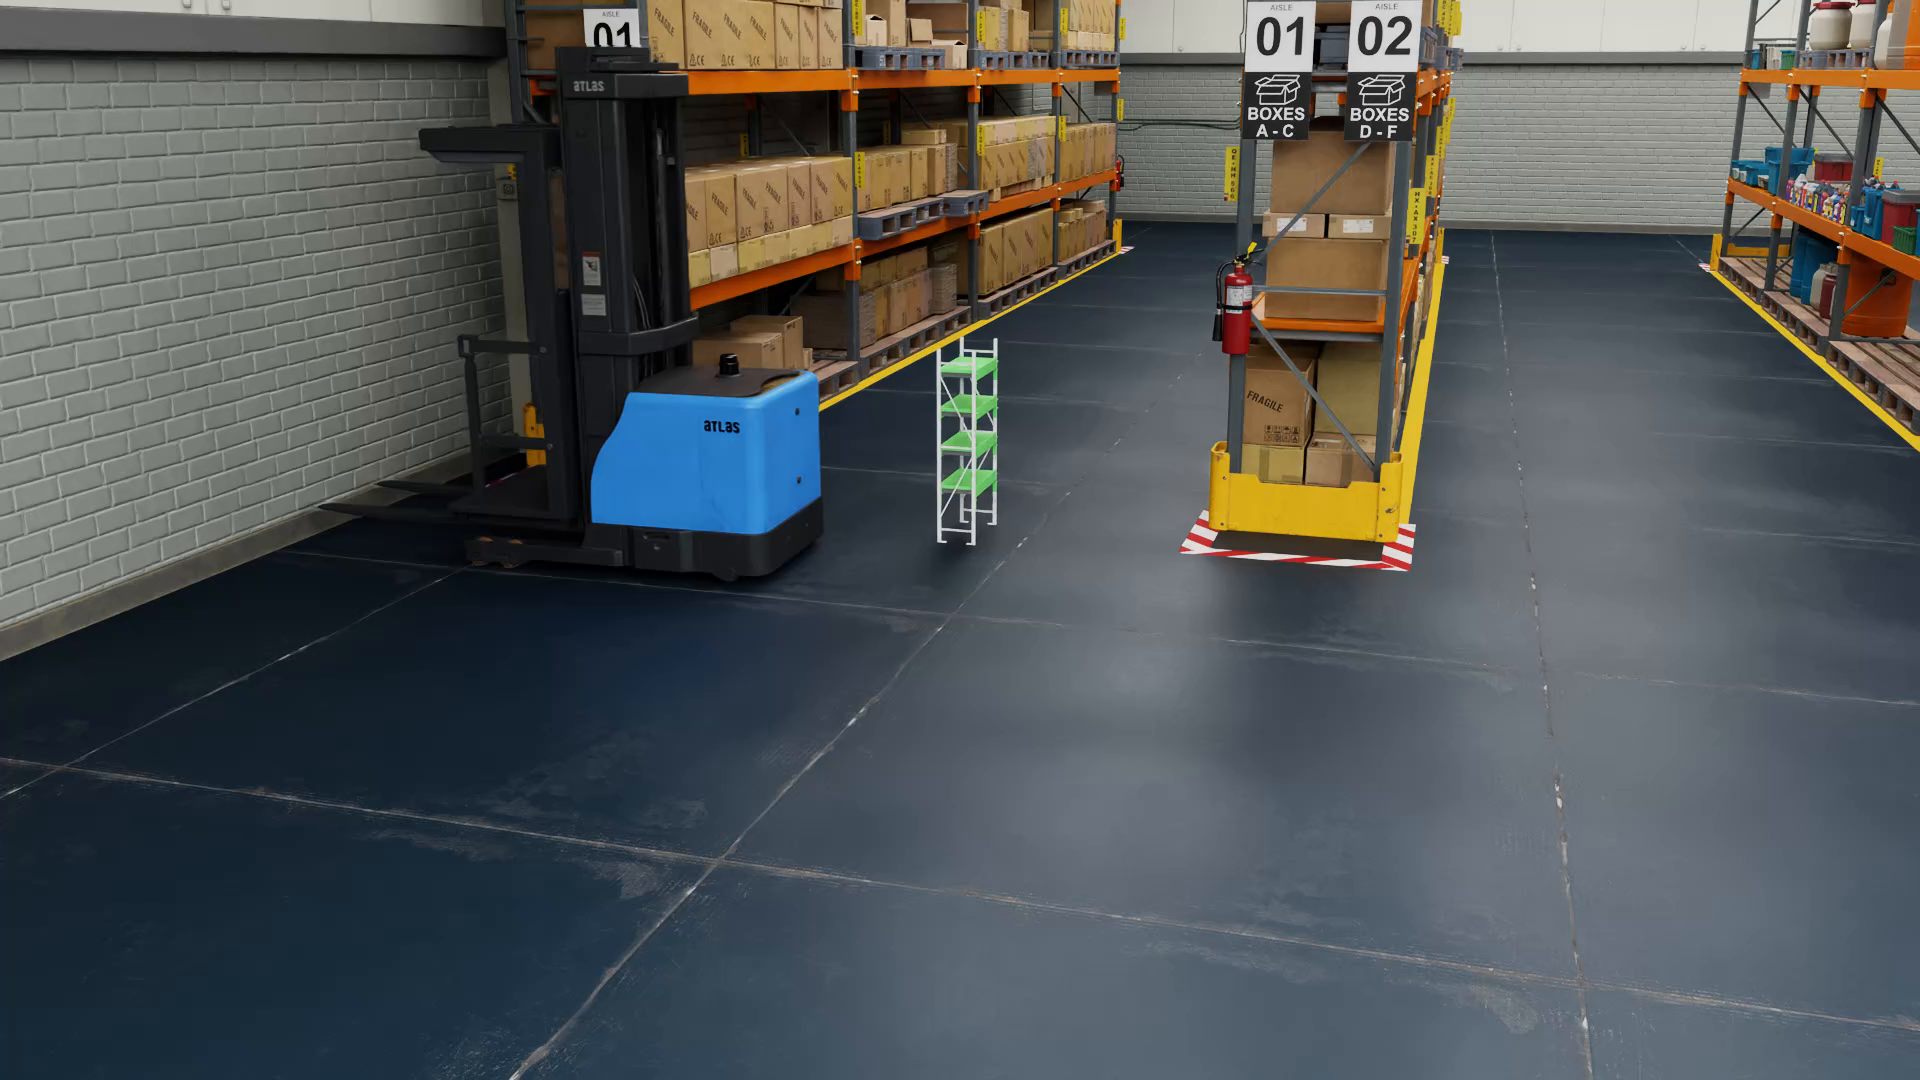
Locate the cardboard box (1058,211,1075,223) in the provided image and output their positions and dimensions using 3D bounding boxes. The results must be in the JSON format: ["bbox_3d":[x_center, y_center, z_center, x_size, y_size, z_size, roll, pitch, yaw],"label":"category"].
[{"bbox_3d":[1.429,-4.617,23.732,0.380,0.149,0.250,5,17,18],"label":"cardboard box"}]

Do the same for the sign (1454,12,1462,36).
[{"bbox_3d":[7.260,-7.526,24.247,0.100,0.325,0.005,5,16,16],"label":"sign"}]

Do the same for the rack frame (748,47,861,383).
[{"bbox_3d":[-1.427,-2.949,15.230,1.000,3.000,0.127,5,16,16],"label":"rack frame"}]

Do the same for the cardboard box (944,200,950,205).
[{"bbox_3d":[0.025,-3.953,19.191,0.380,0.149,0.250,4,16,15],"label":"cardboard box"}]

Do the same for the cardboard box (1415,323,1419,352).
[{"bbox_3d":[4.112,-1.934,15.920,0.500,0.250,0.500,5,17,17],"label":"cardboard box"}]

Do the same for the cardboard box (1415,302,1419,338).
[{"bbox_3d":[3.973,-2.070,15.371,0.500,0.311,0.500,4,16,14],"label":"cardboard box"}]

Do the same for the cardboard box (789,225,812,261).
[{"bbox_3d":[-1.549,-2.477,13.802,0.500,0.250,0.500,5,16,16],"label":"cardboard box"}]

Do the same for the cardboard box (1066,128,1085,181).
[{"bbox_3d":[1.229,-5.518,23.736,0.980,0.700,0.700,4,16,14],"label":"cardboard box"}]

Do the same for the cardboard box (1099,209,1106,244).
[{"bbox_3d":[1.880,-4.897,25.909,0.700,0.500,0.500,5,16,16],"label":"cardboard box"}]

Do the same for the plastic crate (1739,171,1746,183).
[{"bbox_3d":[10.732,-4.928,22.581,0.250,0.136,0.298,5,16,16],"label":"plastic crate"}]

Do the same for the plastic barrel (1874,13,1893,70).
[{"bbox_3d":[8.826,-4.667,15.583,0.421,0.512,0.421,0,16,0],"label":"plastic barrel"}]

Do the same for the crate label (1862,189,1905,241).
[{"bbox_3d":[8.666,-3.005,15.363,0.502,0.435,0.616,5,16,16],"label":"crate label"}]

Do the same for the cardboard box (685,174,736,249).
[{"bbox_3d":[-1.990,-2.431,12.267,0.500,0.500,0.500,5,16,16],"label":"cardboard box"}]

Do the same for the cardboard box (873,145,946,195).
[{"bbox_3d":[-0.548,-3.983,17.886,0.700,0.500,0.500,3,16,11],"label":"cardboard box"}]

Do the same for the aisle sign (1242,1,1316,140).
[{"bbox_3d":[1.886,-2.776,9.854,0.394,0.787,0.004,5,16,16],"label":"aisle sign"}]

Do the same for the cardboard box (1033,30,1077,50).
[{"bbox_3d":[1.295,-6.823,22.714,0.500,0.250,0.500,5,16,16],"label":"cardboard box"}]

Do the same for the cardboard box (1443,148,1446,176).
[{"bbox_3d":[6.723,-5.479,23.967,0.500,0.500,0.500,5,17,16],"label":"cardboard box"}]

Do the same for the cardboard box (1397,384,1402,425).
[{"bbox_3d":[3.121,-1.045,12.786,0.500,0.250,0.500,5,16,16],"label":"cardboard box"}]

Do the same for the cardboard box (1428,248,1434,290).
[{"bbox_3d":[5.440,-3.257,20.089,0.500,0.500,0.500,5,17,17],"label":"cardboard box"}]

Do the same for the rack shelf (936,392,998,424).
[{"bbox_3d":[0.047,-0.790,10.270,0.258,0.148,0.480,5,16,16],"label":"rack shelf"}]

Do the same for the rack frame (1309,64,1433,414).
[{"bbox_3d":[3.323,-2.566,13.879,1.000,3.000,0.127,5,16,16],"label":"rack frame"}]

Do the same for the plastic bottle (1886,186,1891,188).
[{"bbox_3d":[10.191,-3.763,18.325,0.152,0.276,0.135,5,16,16],"label":"plastic bottle"}]

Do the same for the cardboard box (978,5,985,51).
[{"bbox_3d":[-0.108,-5.972,19.402,0.700,0.500,0.500,4,16,13],"label":"cardboard box"}]

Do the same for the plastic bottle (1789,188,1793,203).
[{"bbox_3d":[9.778,-4.049,19.471,0.097,0.201,0.097,0,16,0],"label":"plastic bottle"}]

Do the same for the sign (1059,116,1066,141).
[{"bbox_3d":[1.369,-5.521,22.322,0.100,0.325,0.005,5,16,16],"label":"sign"}]

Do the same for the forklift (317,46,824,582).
[{"bbox_3d":[-2.411,-1.378,9.815,3.031,2.935,1.130,4,16,15],"label":"forklift"}]

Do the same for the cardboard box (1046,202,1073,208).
[{"bbox_3d":[1.509,-5.059,25.292,0.380,0.149,0.250,5,17,16],"label":"cardboard box"}]

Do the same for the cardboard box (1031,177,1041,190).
[{"bbox_3d":[0.837,-4.615,21.525,0.380,0.149,0.250,5,16,16],"label":"cardboard box"}]

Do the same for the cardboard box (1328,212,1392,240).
[{"bbox_3d":[2.504,-1.966,10.390,0.380,0.149,0.250,5,16,15],"label":"cardboard box"}]

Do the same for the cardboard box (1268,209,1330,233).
[{"bbox_3d":[2.185,-2.063,10.733,0.380,0.149,0.250,5,17,17],"label":"cardboard box"}]

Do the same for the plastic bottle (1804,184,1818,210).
[{"bbox_3d":[9.519,-3.820,18.526,0.152,0.276,0.135,5,16,16],"label":"plastic bottle"}]

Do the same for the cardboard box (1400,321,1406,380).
[{"bbox_3d":[3.248,-1.538,13.149,0.500,0.500,0.500,5,16,16],"label":"cardboard box"}]

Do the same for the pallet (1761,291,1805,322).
[{"bbox_3d":[10.085,-2.734,19.580,1.003,0.211,1.213,5,16,16],"label":"pallet"}]

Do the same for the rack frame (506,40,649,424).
[{"bbox_3d":[-2.564,-1.903,11.540,1.000,3.000,0.127,5,16,16],"label":"rack frame"}]

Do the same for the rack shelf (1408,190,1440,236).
[{"bbox_3d":[5.028,-3.790,19.511,1.077,0.370,4.000,5,16,16],"label":"rack shelf"}]

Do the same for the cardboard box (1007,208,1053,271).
[{"bbox_3d":[0.786,-4.030,22.210,0.750,0.750,0.750,5,17,17],"label":"cardboard box"}]

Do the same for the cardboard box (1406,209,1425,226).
[{"bbox_3d":[4.469,-3.235,16.698,0.380,0.149,0.250,5,16,16],"label":"cardboard box"}]

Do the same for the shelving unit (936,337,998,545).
[{"bbox_3d":[0.047,-0.621,10.318,0.258,1.200,0.503,5,16,16],"label":"shelving unit"}]

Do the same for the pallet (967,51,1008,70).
[{"bbox_3d":[-0.159,-5.520,19.144,1.213,0.211,1.003,5,17,18],"label":"pallet"}]

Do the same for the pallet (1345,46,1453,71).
[{"bbox_3d":[4.038,-4.487,15.502,1.003,0.211,1.213,5,17,18],"label":"pallet"}]

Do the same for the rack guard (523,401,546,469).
[{"bbox_3d":[-2.543,-0.720,11.951,1.175,0.500,0.348,5,16,16],"label":"rack guard"}]

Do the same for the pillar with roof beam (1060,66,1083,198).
[{"bbox_3d":[6.048,-9.414,27.030,9.100,9.000,0.400,5,16,16],"label":"pillar with roof beam"}]

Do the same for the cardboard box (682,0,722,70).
[{"bbox_3d":[-2.043,-3.609,11.840,0.500,0.500,0.500,6,17,20],"label":"cardboard box"}]

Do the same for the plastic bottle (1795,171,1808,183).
[{"bbox_3d":[9.922,-4.173,19.634,0.144,0.351,0.185,5,16,16],"label":"plastic bottle"}]

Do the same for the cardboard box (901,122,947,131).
[{"bbox_3d":[-0.410,-4.696,19.249,0.500,0.250,0.500,5,17,17],"label":"cardboard box"}]

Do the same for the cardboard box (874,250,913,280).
[{"bbox_3d":[-0.809,-2.894,17.435,0.500,0.250,0.500,5,16,16],"label":"cardboard box"}]

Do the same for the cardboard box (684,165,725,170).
[{"bbox_3d":[-2.196,-2.739,13.353,0.500,0.500,0.500,5,17,17],"label":"cardboard box"}]

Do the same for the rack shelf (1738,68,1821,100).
[{"bbox_3d":[10.913,-5.894,21.434,1.077,0.370,4.000,5,16,16],"label":"rack shelf"}]

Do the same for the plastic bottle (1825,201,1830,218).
[{"bbox_3d":[9.168,-3.487,17.491,0.097,0.201,0.097,0,16,0],"label":"plastic bottle"}]

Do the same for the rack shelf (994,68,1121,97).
[{"bbox_3d":[1.414,-6.662,24.142,1.077,0.370,4.000,5,16,16],"label":"rack shelf"}]

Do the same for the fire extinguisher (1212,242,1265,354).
[{"bbox_3d":[1.707,-1.487,10.218,0.296,0.674,0.183,5,16,16],"label":"fire extinguisher"}]

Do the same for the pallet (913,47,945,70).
[{"bbox_3d":[-0.858,-4.727,16.344,1.213,0.211,1.003,5,16,16],"label":"pallet"}]

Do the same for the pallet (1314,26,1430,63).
[{"bbox_3d":[2.412,-3.103,10.437,1.003,0.211,1.213,5,16,16],"label":"pallet"}]

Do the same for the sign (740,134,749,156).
[{"bbox_3d":[-1.961,-3.548,15.220,0.100,0.325,0.005,5,16,16],"label":"sign"}]

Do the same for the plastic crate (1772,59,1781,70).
[{"bbox_3d":[10.341,-5.952,20.804,0.293,0.136,0.466,5,16,16],"label":"plastic crate"}]
